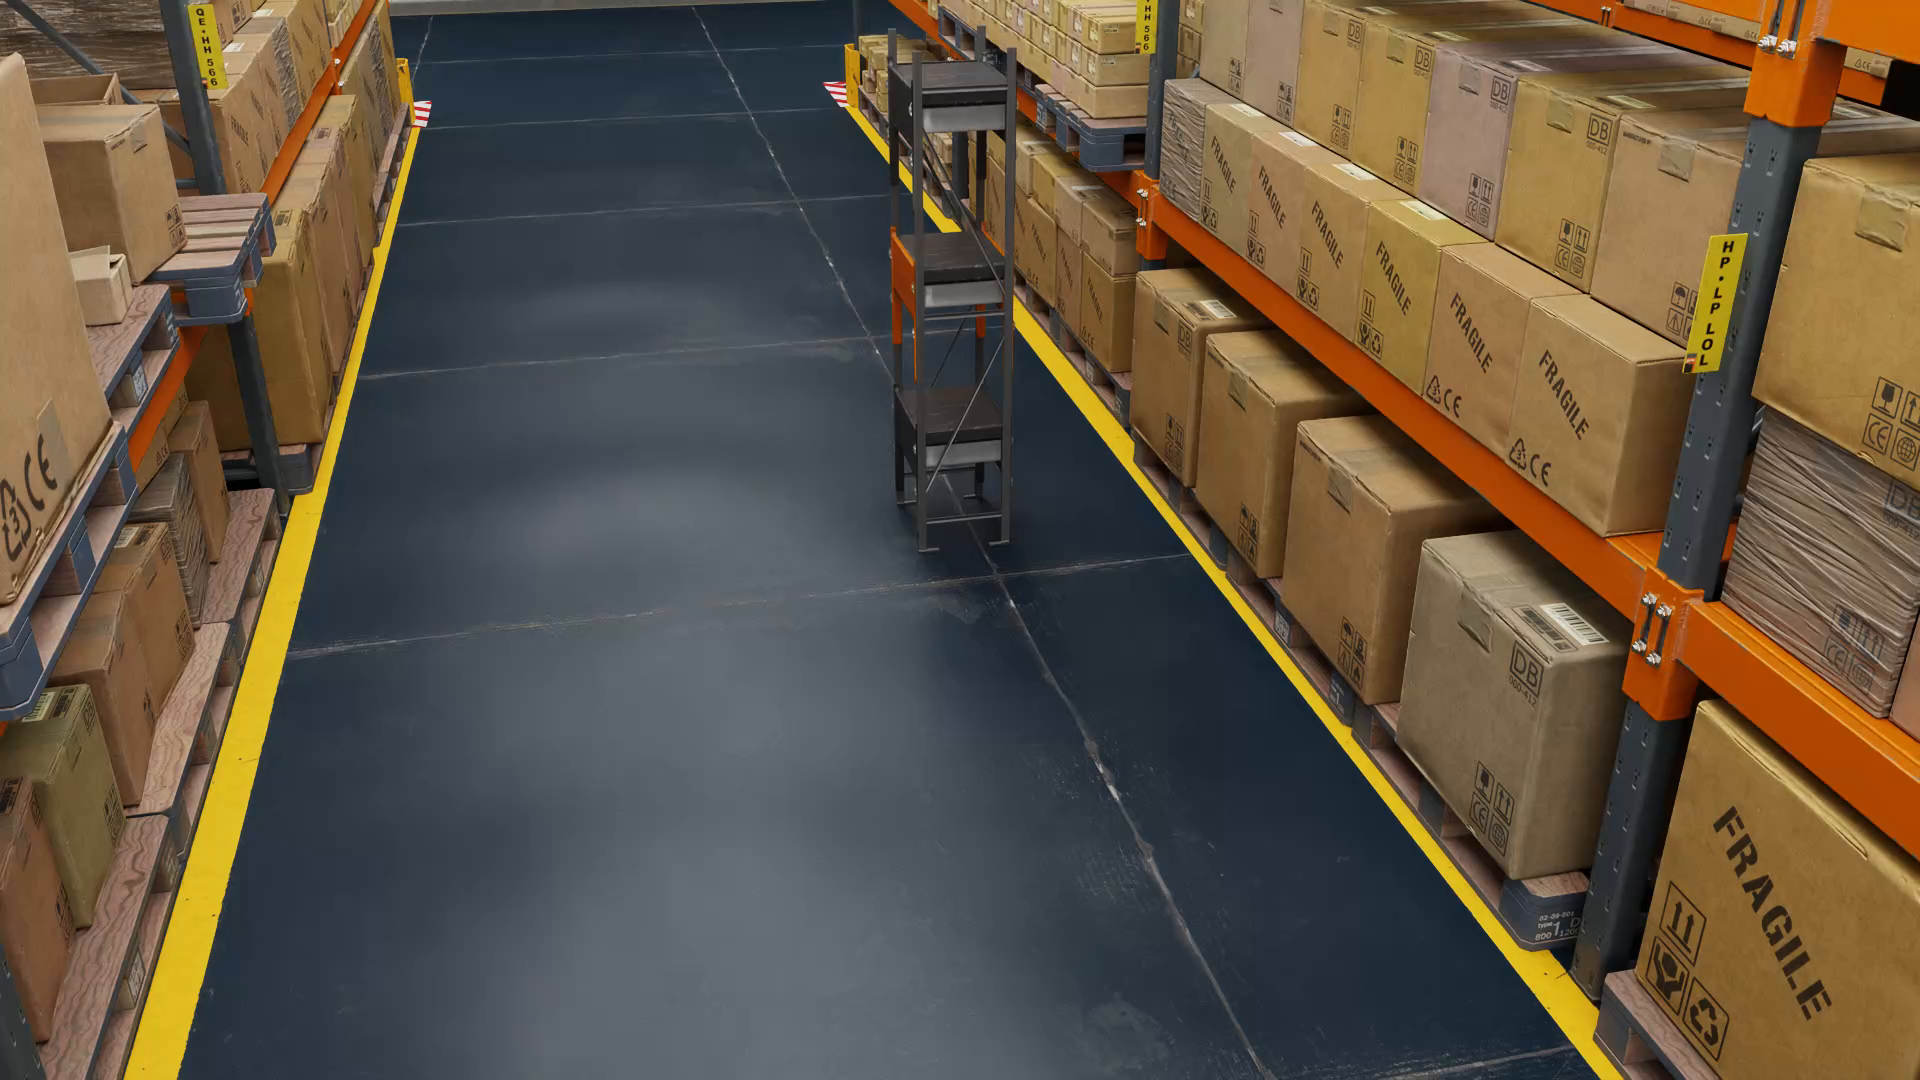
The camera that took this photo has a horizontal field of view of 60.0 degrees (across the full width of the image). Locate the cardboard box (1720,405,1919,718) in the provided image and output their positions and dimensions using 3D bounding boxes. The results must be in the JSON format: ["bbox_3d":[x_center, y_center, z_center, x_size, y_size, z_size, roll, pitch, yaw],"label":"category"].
[{"bbox_3d":[2.342,-0.020,3.794,0.875,0.550,0.550,-6,27,-12],"label":"cardboard box"}]

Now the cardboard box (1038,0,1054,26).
[{"bbox_3d":[0.612,-2.722,8.466,0.380,0.149,0.250,-5,27,-10],"label":"cardboard box"}]

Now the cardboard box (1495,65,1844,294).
[{"bbox_3d":[2.012,-1.048,4.776,0.700,0.500,0.500,-6,27,-12],"label":"cardboard box"}]

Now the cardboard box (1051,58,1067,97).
[{"bbox_3d":[0.674,-2.337,8.364,0.380,0.149,0.250,-5,27,-11],"label":"cardboard box"}]

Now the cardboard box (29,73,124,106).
[{"bbox_3d":[-3.348,-1.410,6.137,0.500,0.500,0.500,-9,28,-18],"label":"cardboard box"}]

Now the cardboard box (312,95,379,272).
[{"bbox_3d":[-4.247,-2.126,10.026,1.225,0.875,0.875,-6,27,-11],"label":"cardboard box"}]

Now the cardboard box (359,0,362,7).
[{"bbox_3d":[-4.506,-3.902,11.931,0.380,0.149,0.250,-7,28,-13],"label":"cardboard box"}]

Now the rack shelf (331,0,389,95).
[{"bbox_3d":[-4.861,-3.723,12.096,1.077,0.370,4.000,-6,27,-12],"label":"rack shelf"}]

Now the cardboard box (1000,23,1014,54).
[{"bbox_3d":[0.438,-2.798,9.277,0.380,0.149,0.250,-7,28,-14],"label":"cardboard box"}]

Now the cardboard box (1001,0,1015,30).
[{"bbox_3d":[0.440,-2.928,9.204,0.380,0.149,0.250,-6,28,-13],"label":"cardboard box"}]

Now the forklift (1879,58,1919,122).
[{"bbox_3d":[3.979,-0.930,5.841,1.130,2.935,3.031,-7,28,-14],"label":"forklift"}]

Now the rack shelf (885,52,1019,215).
[{"bbox_3d":[-0.037,-1.623,6.612,0.431,0.518,0.480,-6,27,-12],"label":"rack shelf"}]

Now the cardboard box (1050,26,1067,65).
[{"bbox_3d":[0.667,-2.481,8.319,0.380,0.149,0.250,-5,27,-10],"label":"cardboard box"}]

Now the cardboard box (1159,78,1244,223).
[{"bbox_3d":[1.184,-1.690,7.158,0.500,0.500,0.500,-6,27,-11],"label":"cardboard box"}]

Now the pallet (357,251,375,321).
[{"bbox_3d":[-4.163,-1.591,10.167,1.003,0.211,1.213,-6,27,-12],"label":"pallet"}]

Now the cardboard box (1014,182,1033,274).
[{"bbox_3d":[0.605,-1.885,9.964,0.500,0.500,0.500,-5,27,-11],"label":"cardboard box"}]

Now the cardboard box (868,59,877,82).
[{"bbox_3d":[-0.582,-4.047,14.307,0.380,0.149,0.250,-6,27,-12],"label":"cardboard box"}]

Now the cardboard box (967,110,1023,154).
[{"bbox_3d":[0.354,-2.681,10.708,0.500,0.250,0.500,-7,28,-14],"label":"cardboard box"}]

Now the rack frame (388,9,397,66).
[{"bbox_3d":[-5.312,-4.922,13.674,1.000,3.000,0.127,-6,27,-12],"label":"rack frame"}]

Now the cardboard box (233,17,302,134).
[{"bbox_3d":[-3.702,-2.367,8.499,0.500,0.500,0.500,-6,27,-11],"label":"cardboard box"}]

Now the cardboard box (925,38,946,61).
[{"bbox_3d":[-0.090,-4.239,14.358,0.380,0.149,0.250,-5,27,-11],"label":"cardboard box"}]

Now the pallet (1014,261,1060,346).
[{"bbox_3d":[0.900,-1.503,9.993,1.003,0.211,1.213,-6,27,-12],"label":"pallet"}]

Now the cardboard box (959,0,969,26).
[{"bbox_3d":[0.206,-3.250,10.173,0.380,0.149,0.250,-6,27,-11],"label":"cardboard box"}]

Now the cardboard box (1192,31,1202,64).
[{"bbox_3d":[1.370,-2.429,8.217,0.380,0.149,0.250,-5,27,-9],"label":"cardboard box"}]

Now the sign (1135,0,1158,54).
[{"bbox_3d":[0.819,-2.292,7.265,0.100,0.325,0.005,-6,27,-12],"label":"sign"}]

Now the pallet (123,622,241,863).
[{"bbox_3d":[-3.063,0.712,5.605,1.003,0.211,1.213,-6,27,-12],"label":"pallet"}]

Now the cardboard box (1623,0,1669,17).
[{"bbox_3d":[5.086,-3.886,11.786,0.500,0.250,0.500,-7,28,-13],"label":"cardboard box"}]

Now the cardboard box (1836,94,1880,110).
[{"bbox_3d":[5.874,-2.359,10.487,0.875,0.875,0.875,-6,27,-11],"label":"cardboard box"}]

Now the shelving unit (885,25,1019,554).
[{"bbox_3d":[-0.037,-1.010,6.921,0.431,2.100,0.503,-6,27,-12],"label":"shelving unit"}]

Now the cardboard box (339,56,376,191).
[{"bbox_3d":[-4.481,-2.703,11.169,0.875,0.875,0.875,-6,27,-12],"label":"cardboard box"}]

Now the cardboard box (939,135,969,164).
[{"bbox_3d":[0.064,-2.779,11.795,0.380,0.149,0.250,-5,27,-11],"label":"cardboard box"}]

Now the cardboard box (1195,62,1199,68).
[{"bbox_3d":[1.382,-2.280,8.251,0.380,0.149,0.250,-5,27,-9],"label":"cardboard box"}]

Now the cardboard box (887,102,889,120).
[{"bbox_3d":[-0.377,-3.475,13.504,0.380,0.149,0.250,-7,28,-14],"label":"cardboard box"}]

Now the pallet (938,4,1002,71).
[{"bbox_3d":[0.475,-3.190,10.454,1.003,0.211,1.213,-6,27,-12],"label":"pallet"}]

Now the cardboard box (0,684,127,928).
[{"bbox_3d":[-2.814,0.782,4.658,0.700,0.500,0.500,-6,27,-12],"label":"cardboard box"}]

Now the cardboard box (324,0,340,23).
[{"bbox_3d":[-4.261,-3.465,10.623,0.500,0.250,0.500,-6,27,-13],"label":"cardboard box"}]

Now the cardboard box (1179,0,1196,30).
[{"bbox_3d":[1.316,-2.659,8.342,0.380,0.149,0.250,-6,27,-12],"label":"cardboard box"}]

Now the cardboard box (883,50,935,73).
[{"bbox_3d":[-0.422,-3.965,13.814,0.380,0.149,0.250,-7,28,-14],"label":"cardboard box"}]

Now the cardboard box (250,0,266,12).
[{"bbox_3d":[-4.115,-3.077,8.793,0.797,0.503,0.637,-6,27,-11],"label":"cardboard box"}]

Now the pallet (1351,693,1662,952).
[{"bbox_3d":[2.000,0.800,5.431,1.003,0.211,1.213,-6,27,-12],"label":"pallet"}]

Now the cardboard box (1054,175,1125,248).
[{"bbox_3d":[0.812,-1.770,8.904,0.500,0.250,0.500,-6,27,-11],"label":"cardboard box"}]

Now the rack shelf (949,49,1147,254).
[{"bbox_3d":[0.895,-2.427,9.527,1.077,0.370,4.000,-6,27,-12],"label":"rack shelf"}]

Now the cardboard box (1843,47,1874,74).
[{"bbox_3d":[5.551,-2.991,10.013,0.500,0.250,0.500,-6,27,-12],"label":"cardboard box"}]

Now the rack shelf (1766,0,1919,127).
[{"bbox_3d":[2.698,-0.254,1.893,1.077,0.370,4.000,-6,27,-12],"label":"rack shelf"}]

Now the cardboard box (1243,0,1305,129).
[{"bbox_3d":[1.553,-1.941,6.546,0.700,0.500,0.500,-6,27,-12],"label":"cardboard box"}]

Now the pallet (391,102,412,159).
[{"bbox_3d":[-5.056,-3.334,13.622,1.003,0.211,1.213,-6,27,-12],"label":"pallet"}]

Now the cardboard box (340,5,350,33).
[{"bbox_3d":[-4.272,-3.449,11.033,0.380,0.149,0.250,-5,27,-10],"label":"cardboard box"}]

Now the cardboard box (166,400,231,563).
[{"bbox_3d":[-3.339,-0.199,6.601,0.700,0.500,0.500,-7,28,-14],"label":"cardboard box"}]

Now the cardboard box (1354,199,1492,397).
[{"bbox_3d":[1.642,-0.804,5.403,0.500,0.500,0.500,-6,27,-11],"label":"cardboard box"}]

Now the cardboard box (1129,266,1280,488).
[{"bbox_3d":[1.396,-0.776,7.490,1.050,0.750,0.750,-6,27,-12],"label":"cardboard box"}]

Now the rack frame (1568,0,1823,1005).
[{"bbox_3d":[2.247,-0.114,4.146,1.000,3.000,0.127,-6,27,-12],"label":"rack frame"}]
